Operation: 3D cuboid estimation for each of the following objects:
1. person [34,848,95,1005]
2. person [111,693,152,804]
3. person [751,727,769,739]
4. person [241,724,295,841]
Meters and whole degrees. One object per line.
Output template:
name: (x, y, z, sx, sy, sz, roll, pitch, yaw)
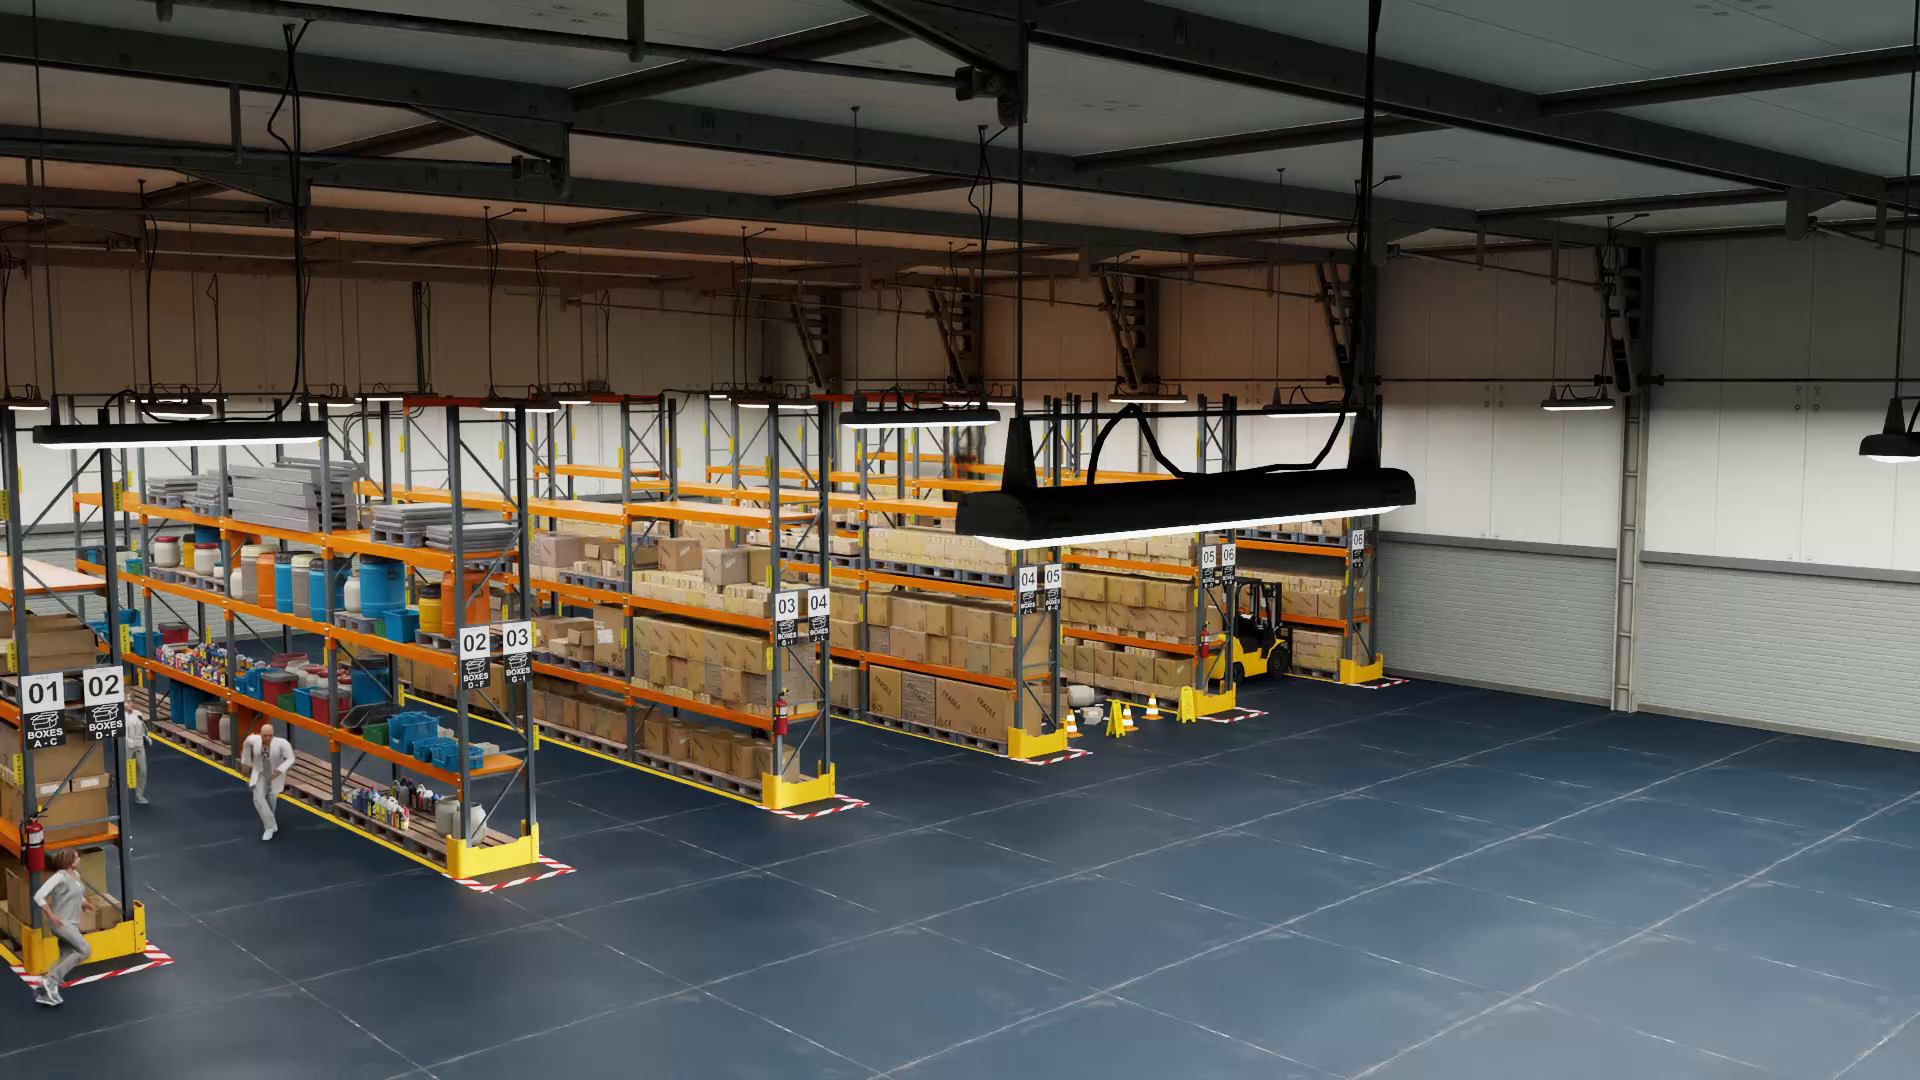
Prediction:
person: (-9.124, 3.920, 16.962, 0.569, 1.533, 0.545, -1, 6, -13)
person: (-12.418, 3.098, 24.895, 0.723, 1.654, 0.625, 4, 7, 35)
person: (-3.280, 2.749, 29.105, 0.866, 1.549, 0.681, 2, 6, 16)
person: (-9.620, 3.278, 23.171, 0.723, 1.608, 1.136, -2, 6, -17)
